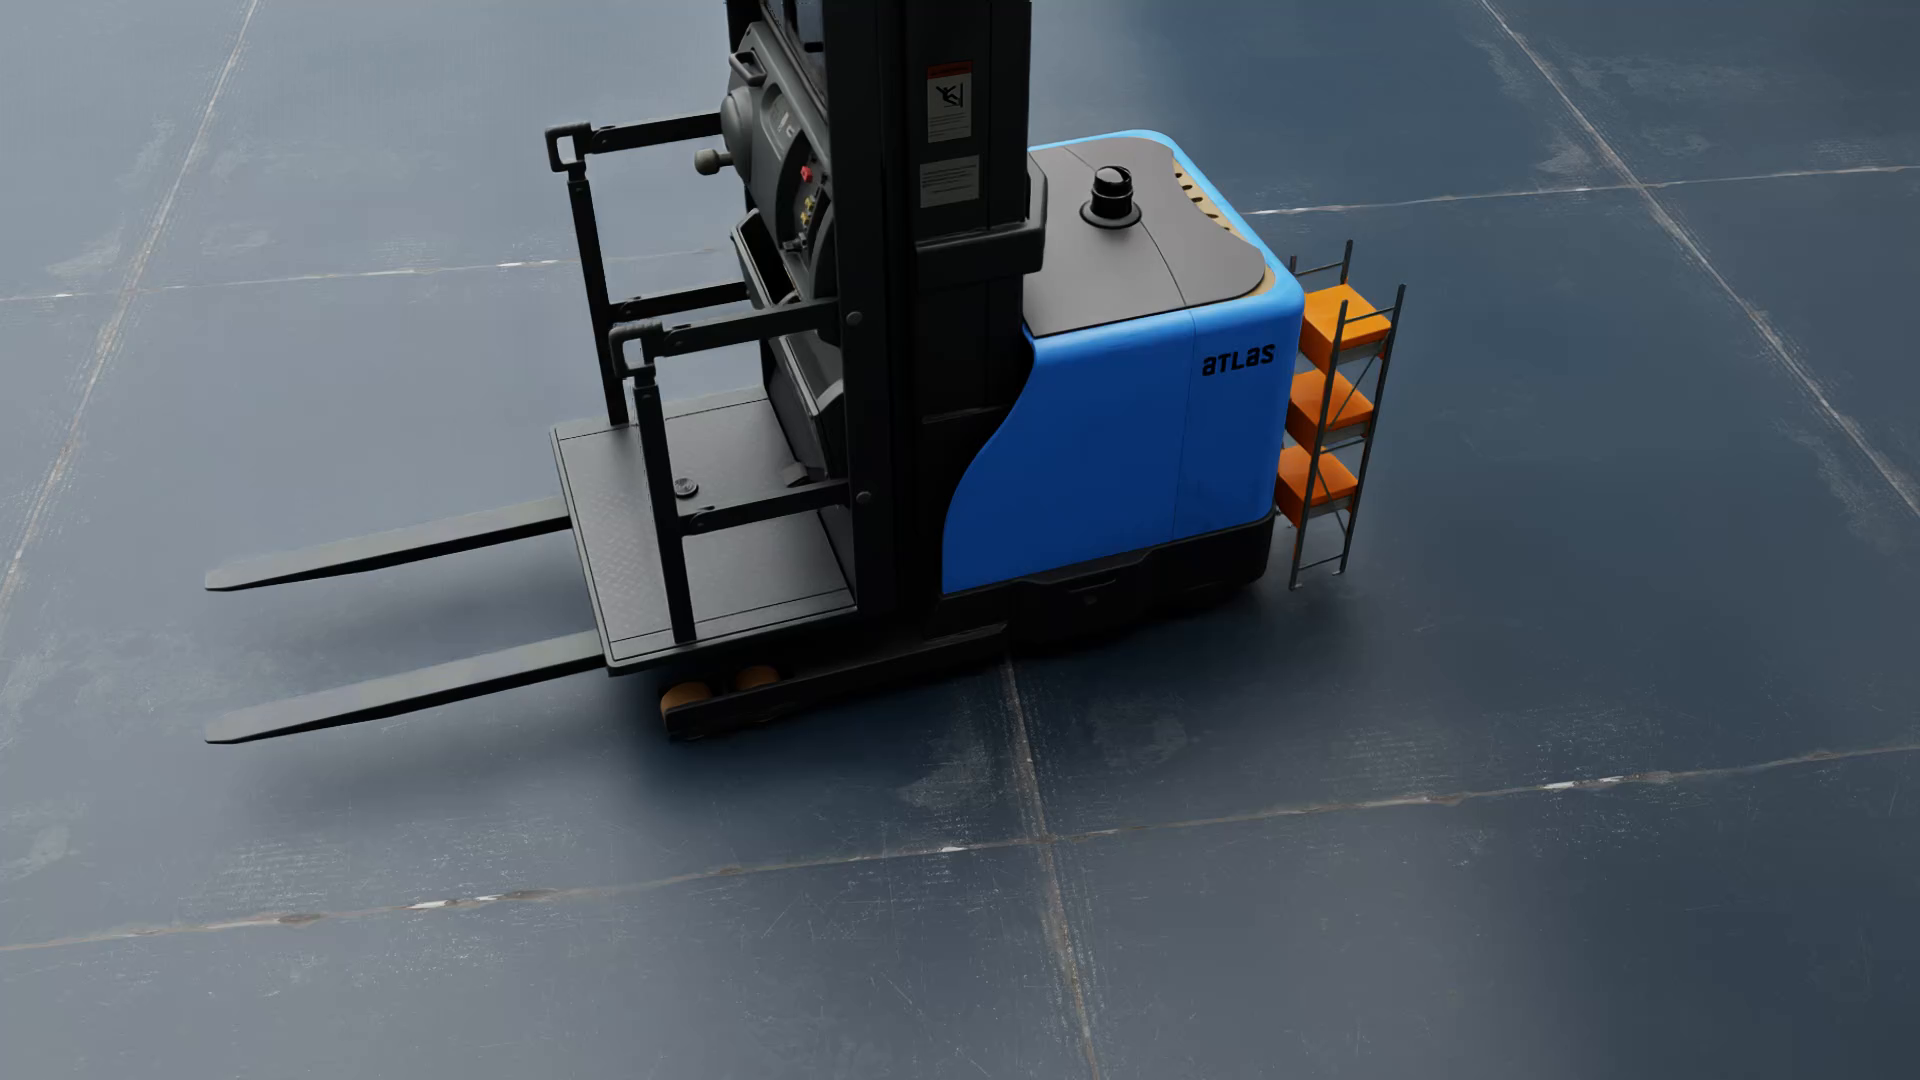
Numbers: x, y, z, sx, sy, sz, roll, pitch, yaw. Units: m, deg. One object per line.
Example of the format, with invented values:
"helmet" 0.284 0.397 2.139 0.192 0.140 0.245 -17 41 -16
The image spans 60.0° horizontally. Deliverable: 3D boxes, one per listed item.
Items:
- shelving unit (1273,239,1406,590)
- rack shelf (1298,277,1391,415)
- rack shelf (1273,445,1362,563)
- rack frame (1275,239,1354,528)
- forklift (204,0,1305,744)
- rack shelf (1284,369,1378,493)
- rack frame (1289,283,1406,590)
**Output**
"shelving unit" 1.048 -0.341 4.844 0.215 1.050 0.252 -17 45 -18
"rack shelf" 1.048 -0.544 4.661 0.215 0.259 0.240 -17 45 -18
"rack shelf" 1.047 -0.127 5.037 0.215 0.259 0.240 -17 45 -18
"rack frame" 0.997 -0.416 4.927 0.200 1.050 0.008 -17 45 -18
"forklift" -0.640 -0.932 4.095 3.031 2.935 1.130 -13 44 -14
"rack shelf" 1.048 -0.333 4.851 0.215 0.259 0.240 -17 45 -18
"rack frame" 1.098 -0.267 4.762 0.200 1.050 0.008 -17 45 -18
